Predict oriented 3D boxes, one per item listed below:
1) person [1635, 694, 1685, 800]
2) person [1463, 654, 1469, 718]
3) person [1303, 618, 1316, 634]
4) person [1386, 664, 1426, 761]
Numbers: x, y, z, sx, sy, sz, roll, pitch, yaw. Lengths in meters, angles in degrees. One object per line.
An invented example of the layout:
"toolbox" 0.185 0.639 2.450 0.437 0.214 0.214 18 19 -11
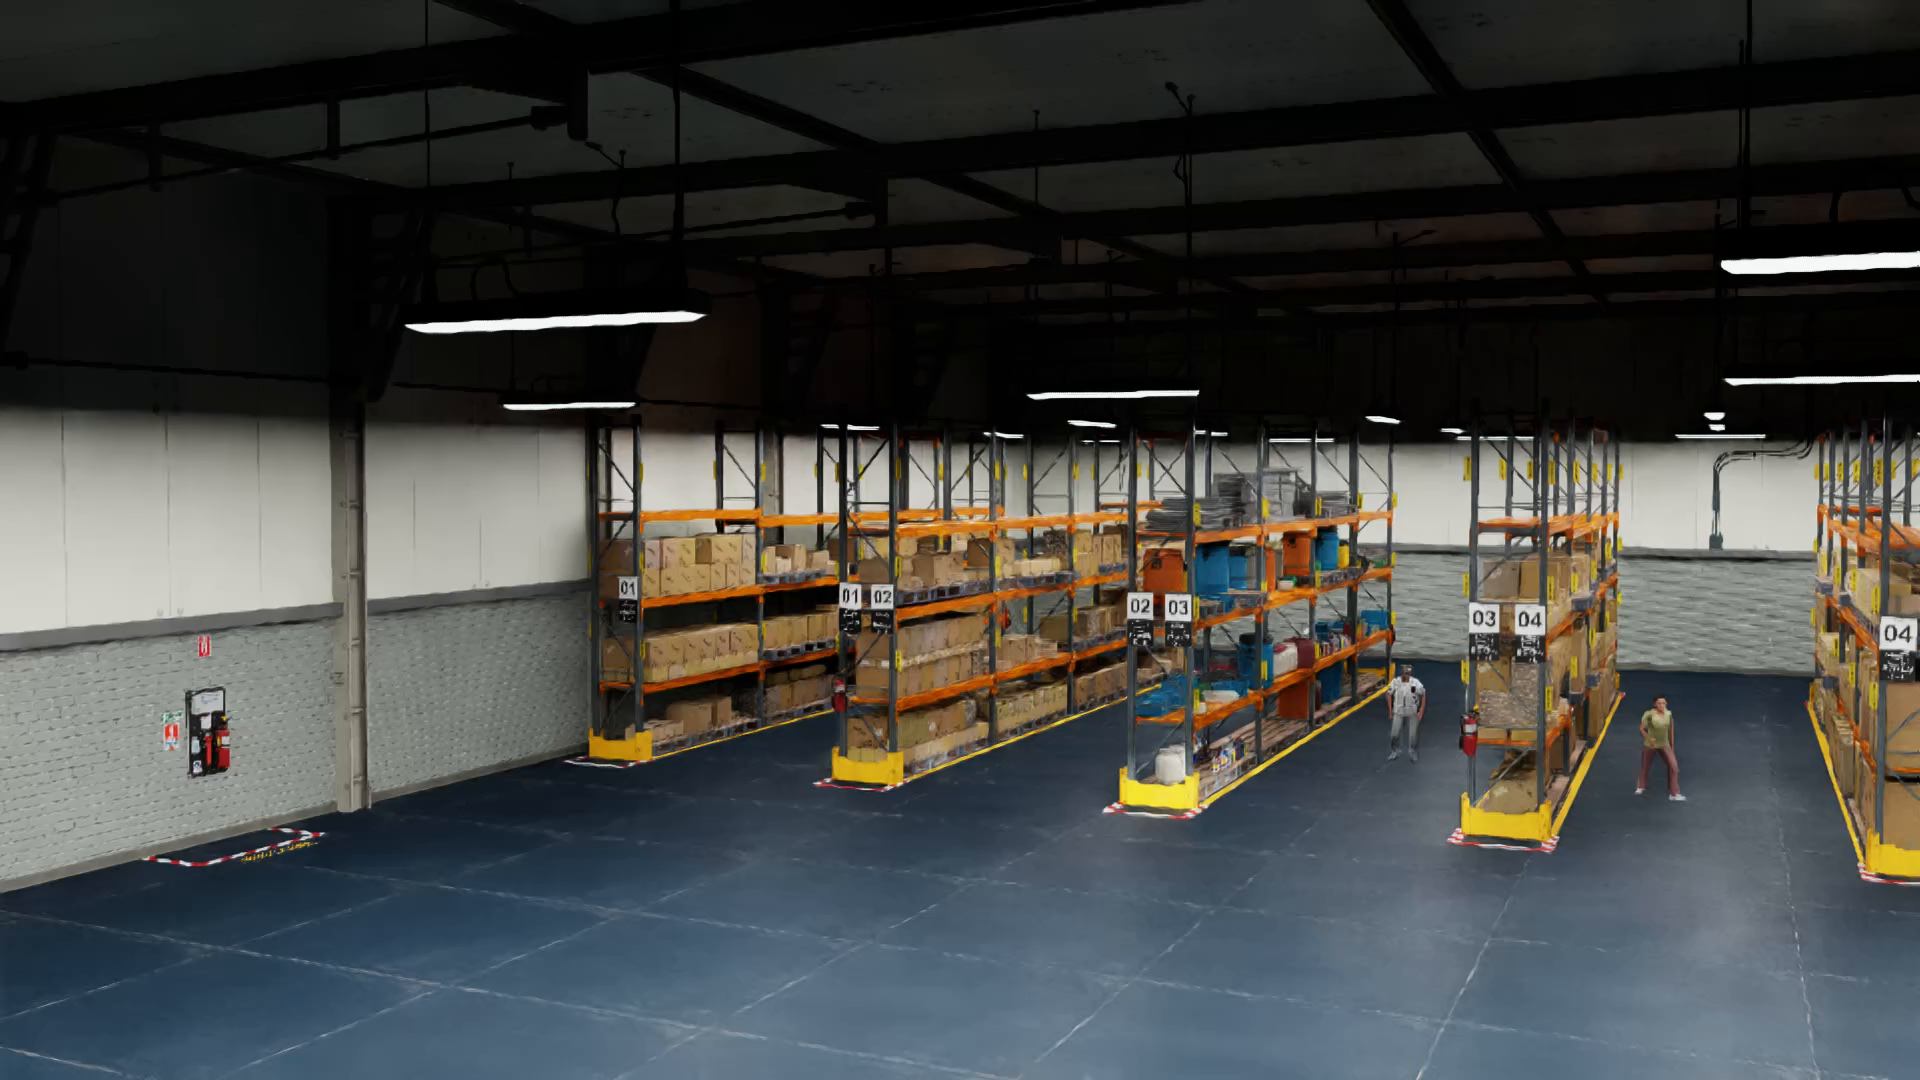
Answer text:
"person" 10.699 3.119 25.501 0.601 1.565 0.817 0 2 8
"person" 10.422 2.821 33.509 0.580 1.619 0.506 1 3 23
"person" 7.998 2.596 37.660 1.053 1.729 0.633 -2 3 -44
"person" 7.699 2.968 28.714 0.682 1.715 0.542 1 3 22
